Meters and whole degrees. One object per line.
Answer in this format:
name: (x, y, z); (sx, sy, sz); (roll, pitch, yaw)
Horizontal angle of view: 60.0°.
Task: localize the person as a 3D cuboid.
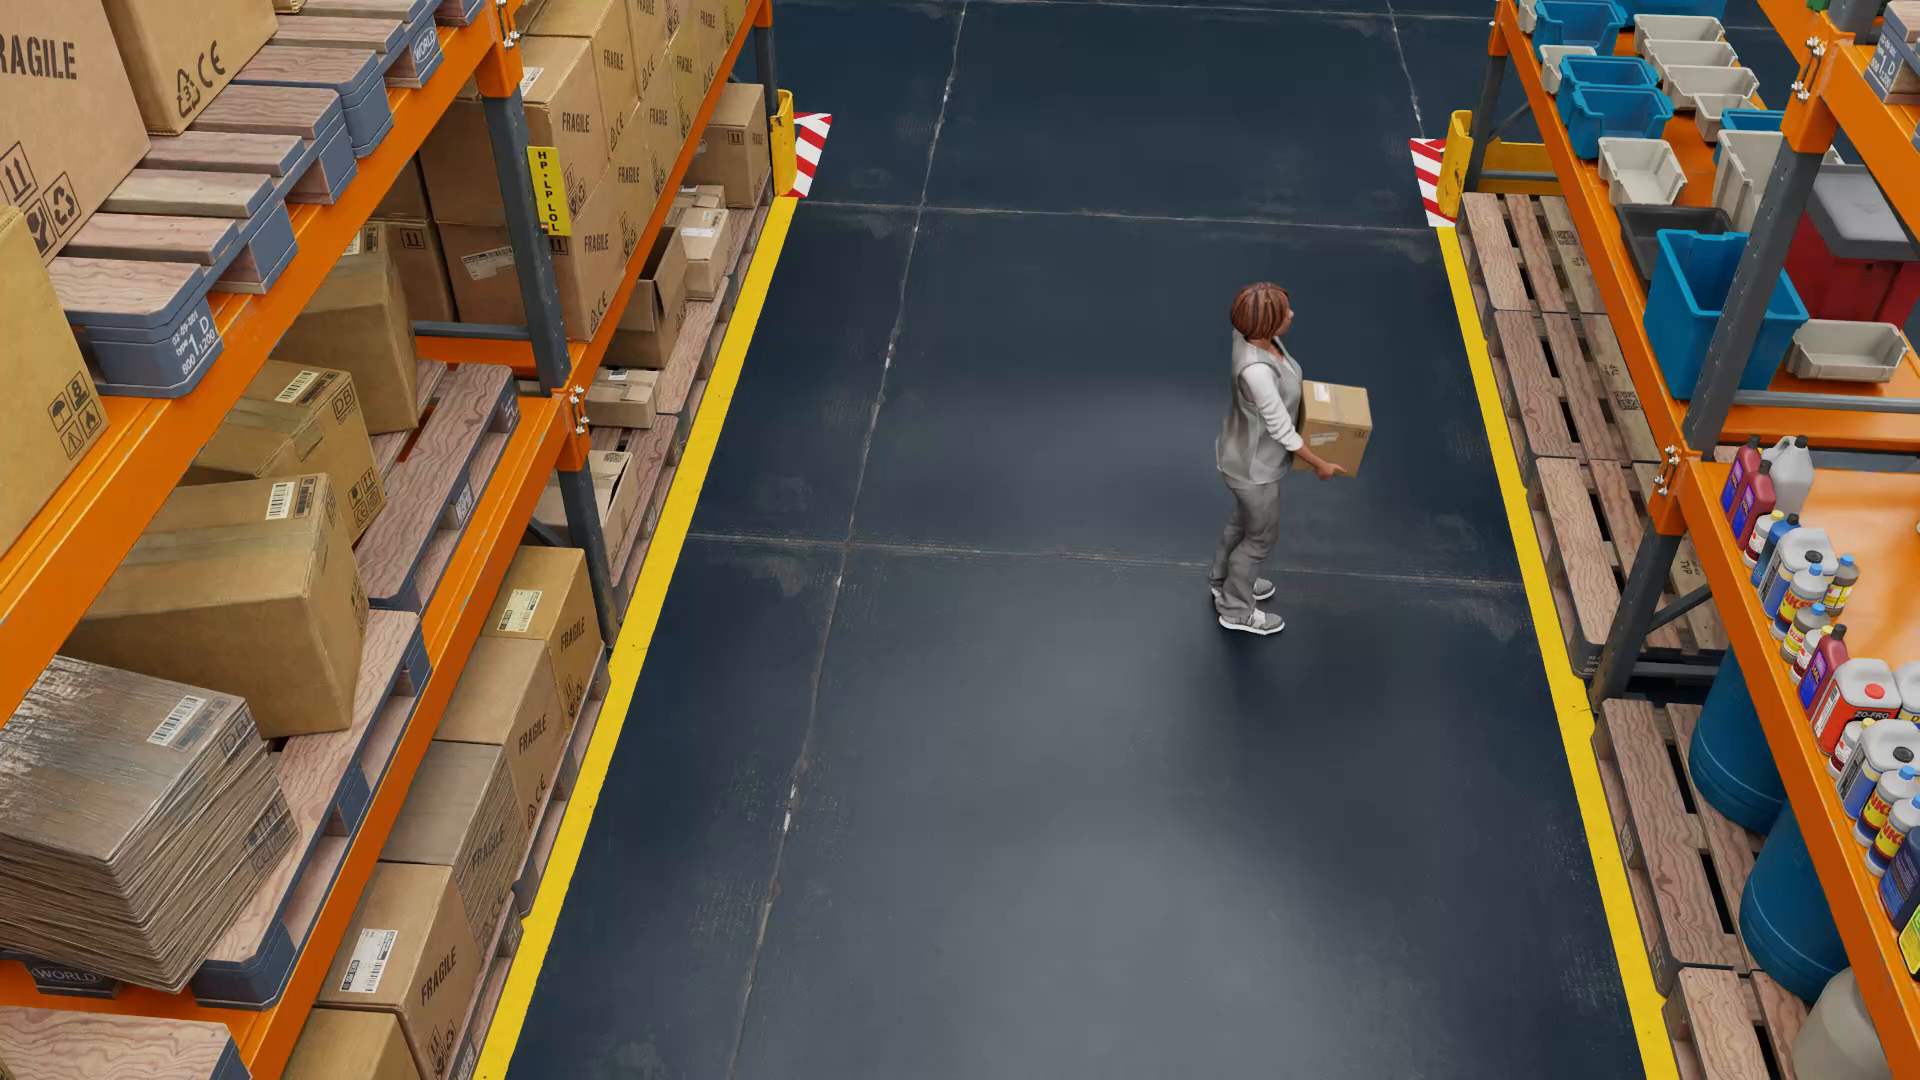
person: (1.243, -0.309, 6.528); (0.495, 1.589, 0.408); (3, 41, 4)
